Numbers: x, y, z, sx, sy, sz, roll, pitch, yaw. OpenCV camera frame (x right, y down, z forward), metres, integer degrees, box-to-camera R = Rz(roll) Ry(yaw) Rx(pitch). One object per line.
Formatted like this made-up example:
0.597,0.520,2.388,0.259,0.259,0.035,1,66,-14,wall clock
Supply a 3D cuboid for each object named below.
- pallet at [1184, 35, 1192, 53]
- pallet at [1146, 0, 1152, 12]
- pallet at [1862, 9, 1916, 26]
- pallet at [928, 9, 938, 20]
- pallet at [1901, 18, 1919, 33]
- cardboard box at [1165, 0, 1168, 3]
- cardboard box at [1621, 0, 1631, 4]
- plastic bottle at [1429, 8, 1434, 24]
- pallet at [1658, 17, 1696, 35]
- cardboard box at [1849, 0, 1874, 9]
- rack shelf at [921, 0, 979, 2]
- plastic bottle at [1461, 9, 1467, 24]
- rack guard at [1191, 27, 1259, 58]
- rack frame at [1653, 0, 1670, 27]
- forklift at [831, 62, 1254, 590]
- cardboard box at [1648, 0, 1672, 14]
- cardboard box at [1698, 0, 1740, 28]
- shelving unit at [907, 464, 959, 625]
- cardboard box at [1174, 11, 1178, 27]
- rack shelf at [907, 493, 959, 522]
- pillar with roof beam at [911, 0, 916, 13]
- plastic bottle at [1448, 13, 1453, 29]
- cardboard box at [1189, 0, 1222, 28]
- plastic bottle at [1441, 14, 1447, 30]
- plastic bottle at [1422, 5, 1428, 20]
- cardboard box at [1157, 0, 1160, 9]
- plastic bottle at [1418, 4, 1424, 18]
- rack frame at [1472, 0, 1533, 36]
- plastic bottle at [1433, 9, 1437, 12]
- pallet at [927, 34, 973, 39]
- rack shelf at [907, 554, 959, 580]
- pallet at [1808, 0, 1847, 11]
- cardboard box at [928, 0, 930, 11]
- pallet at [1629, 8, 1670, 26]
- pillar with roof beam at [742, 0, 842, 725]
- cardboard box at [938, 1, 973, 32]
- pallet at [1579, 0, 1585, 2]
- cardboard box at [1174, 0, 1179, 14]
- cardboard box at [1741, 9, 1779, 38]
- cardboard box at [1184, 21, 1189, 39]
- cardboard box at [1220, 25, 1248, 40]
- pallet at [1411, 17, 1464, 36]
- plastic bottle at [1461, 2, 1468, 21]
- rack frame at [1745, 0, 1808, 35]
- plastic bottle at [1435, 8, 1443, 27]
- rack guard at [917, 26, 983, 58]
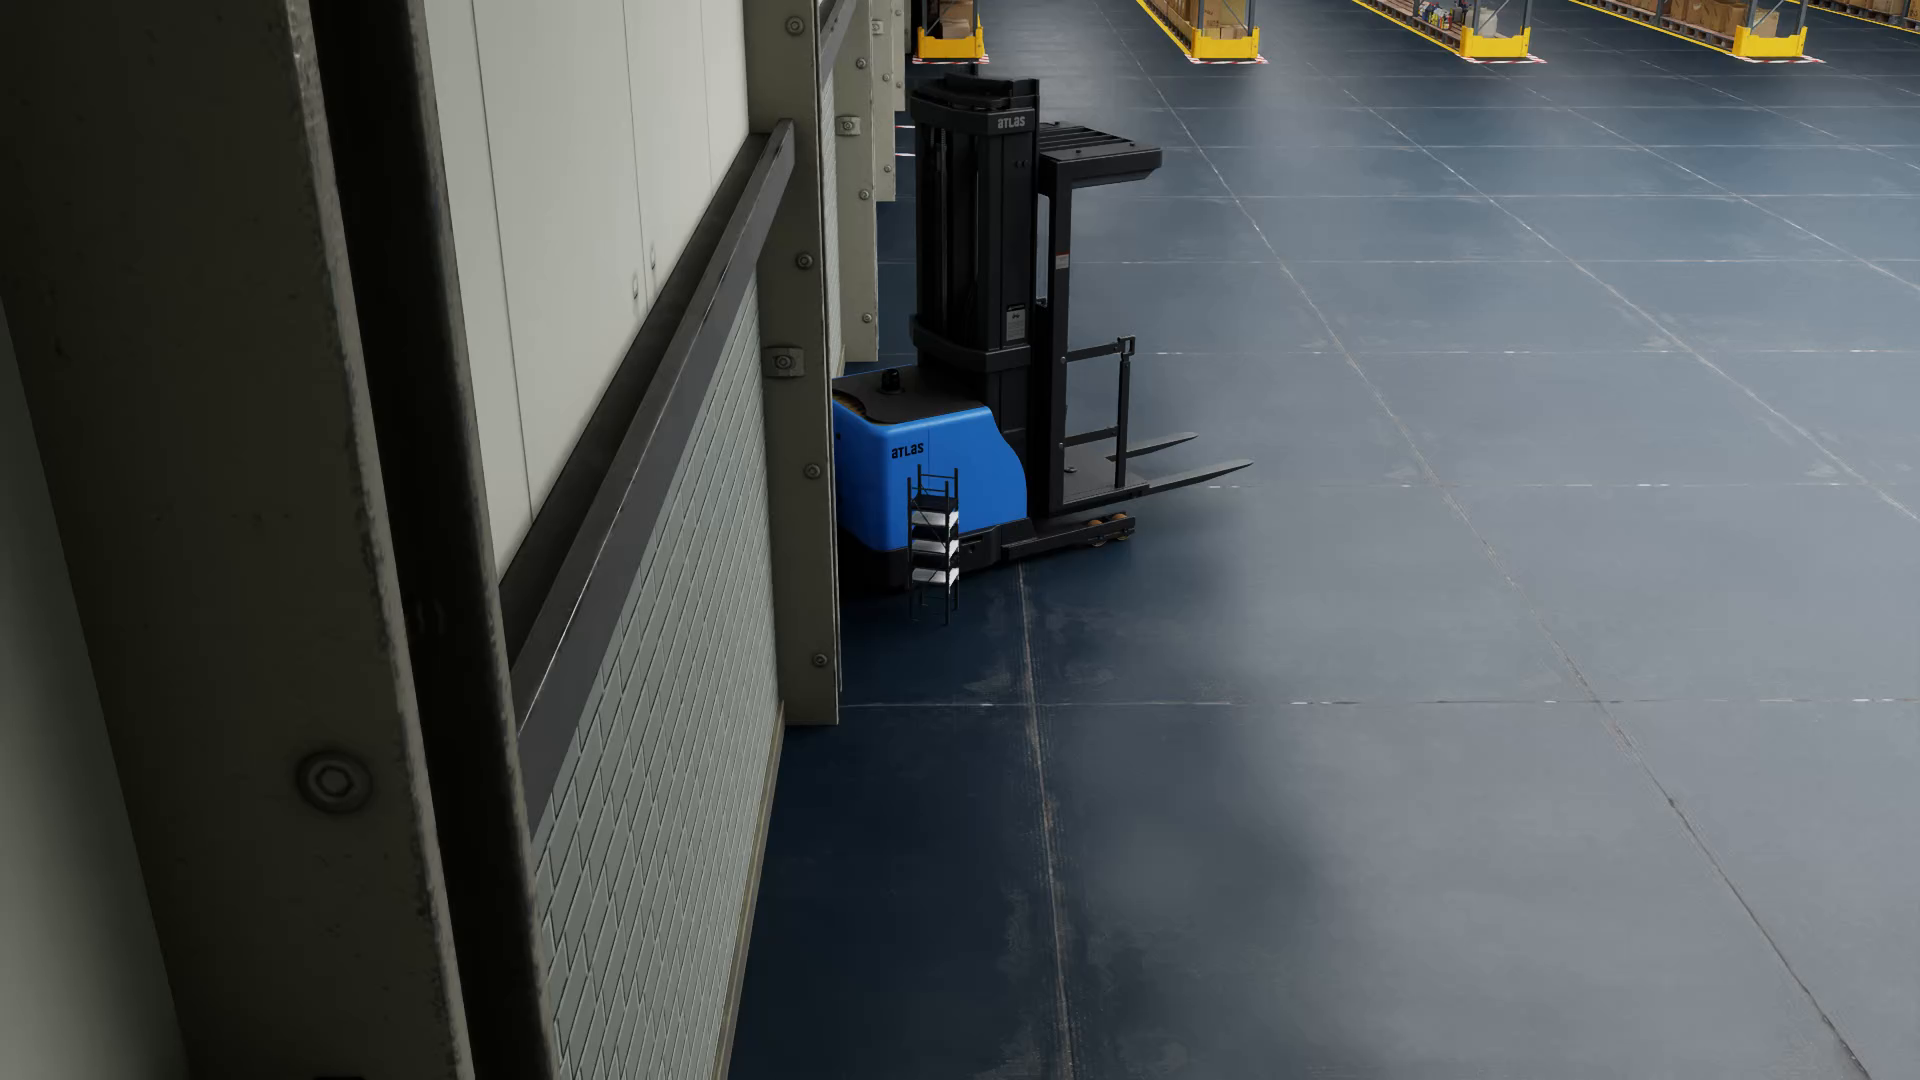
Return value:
4.722,-9.162,30.752,1.003,0.211,1.213,0,24,-1,pallet
4.655,-11.804,36.594,1.003,0.211,1.213,0,24,-1,pallet
19.512,-10.837,34.454,1.003,0.211,1.213,0,24,-1,pallet
-0.234,-10.793,34.357,1.003,0.211,1.213,0,24,-1,pallet
19.526,-10.205,33.059,1.003,0.211,1.213,0,24,-1,pallet
4.438,-11.126,33.856,0.500,0.311,0.500,0,24,-1,cardboard box
14.650,-11.781,35.657,0.700,0.500,0.500,2,24,4,cardboard box
9.238,-10.269,32.578,0.061,0.283,0.133,1,24,2,plastic bottle
14.677,-10.262,33.183,1.003,0.211,1.213,0,24,-1,pallet
19.492,-11.609,34.998,1.050,0.750,0.750,0,24,-1,cardboard box
-0.203,-10.590,31.399,1.077,0.370,4.000,0,24,-1,rack shelf
9.881,-10.262,32.563,0.061,0.283,0.133,0,24,-1,plastic bottle
4.773,-8.969,29.974,1.175,0.500,0.348,0,24,-1,rack guard
14.635,-11.809,33.220,1.000,3.000,0.127,0,24,-1,rack frame
0.543,-1.467,10.438,3.031,2.935,1.130,-14,28,-28,forklift
14.650,-11.124,34.204,0.700,0.500,0.500,-2,24,-5,cardboard box
14.698,-10.205,32.197,0.500,0.500,0.500,-2,24,-5,cardboard box
-0.153,0.029,9.593,0.258,0.900,0.210,6,25,14,shelving unit
4.432,-10.100,32.269,0.500,0.250,0.500,0,24,-1,cardboard box
-0.153,-0.186,9.496,0.258,0.077,0.200,6,25,14,rack shelf
3.186,-15.604,34.330,9.100,9.000,0.400,0,24,-1,pillar with roof beam
9.398,-9.961,31.896,0.061,0.283,0.133,0,24,-1,plastic bottle
4.469,-9.618,30.292,0.500,0.500,0.500,0,24,-1,cardboard box
9.248,-9.904,31.771,0.061,0.283,0.133,0,24,1,plastic bottle
9.278,-10.480,33.053,0.152,0.276,0.135,1,24,1,plastic bottle
4.425,-11.293,34.907,0.500,0.250,0.500,0,24,1,cardboard box
9.247,-10.611,33.348,0.097,0.271,0.097,0,24,0,plastic bottle
9.726,-10.139,29.527,1.000,3.000,0.127,0,24,-1,rack frame
9.317,-10.271,32.597,0.097,0.271,0.097,0,24,0,plastic bottle
-0.155,-9.190,30.813,1.003,0.211,1.213,0,24,-1,pallet
-0.153,0.142,9.644,0.258,0.077,0.200,6,25,14,rack shelf
19.485,-11.842,36.677,1.003,0.211,1.213,0,24,-1,pallet
-0.305,-11.320,34.638,0.700,0.500,0.500,-1,24,-2,cardboard box
14.625,-10.859,34.504,1.003,0.211,1.213,0,24,-1,pallet
3.513,-3.242,6.998,9.100,9.000,0.400,0,24,-1,pillar with roof beam
-0.063,-9.978,31.672,0.700,0.500,0.500,-2,24,-4,cardboard box
14.658,-12.512,38.158,1.003,0.211,1.213,0,24,-1,pallet
4.432,-10.442,32.114,0.500,0.500,0.500,0,24,-1,cardboard box
14.688,-9.471,30.574,0.500,0.500,0.500,4,25,9,cardboard box
4.454,-9.482,30.902,0.500,0.250,0.500,0,24,-1,cardboard box
4.989,-9.278,30.452,0.500,0.250,0.500,0,24,-1,cardboard box
9.648,-10.239,33.133,1.003,0.211,1.213,0,24,-1,pallet
9.979,-10.437,32.868,0.144,0.351,0.185,-1,24,-3,plastic bottle
14.678,-10.161,29.576,1.000,3.000,0.127,0,24,-1,rack frame
9.285,-10.116,32.158,0.144,0.351,0.185,1,24,2,plastic bottle
-0.182,-8.986,30.013,1.175,0.500,0.348,0,24,-1,rack guard
